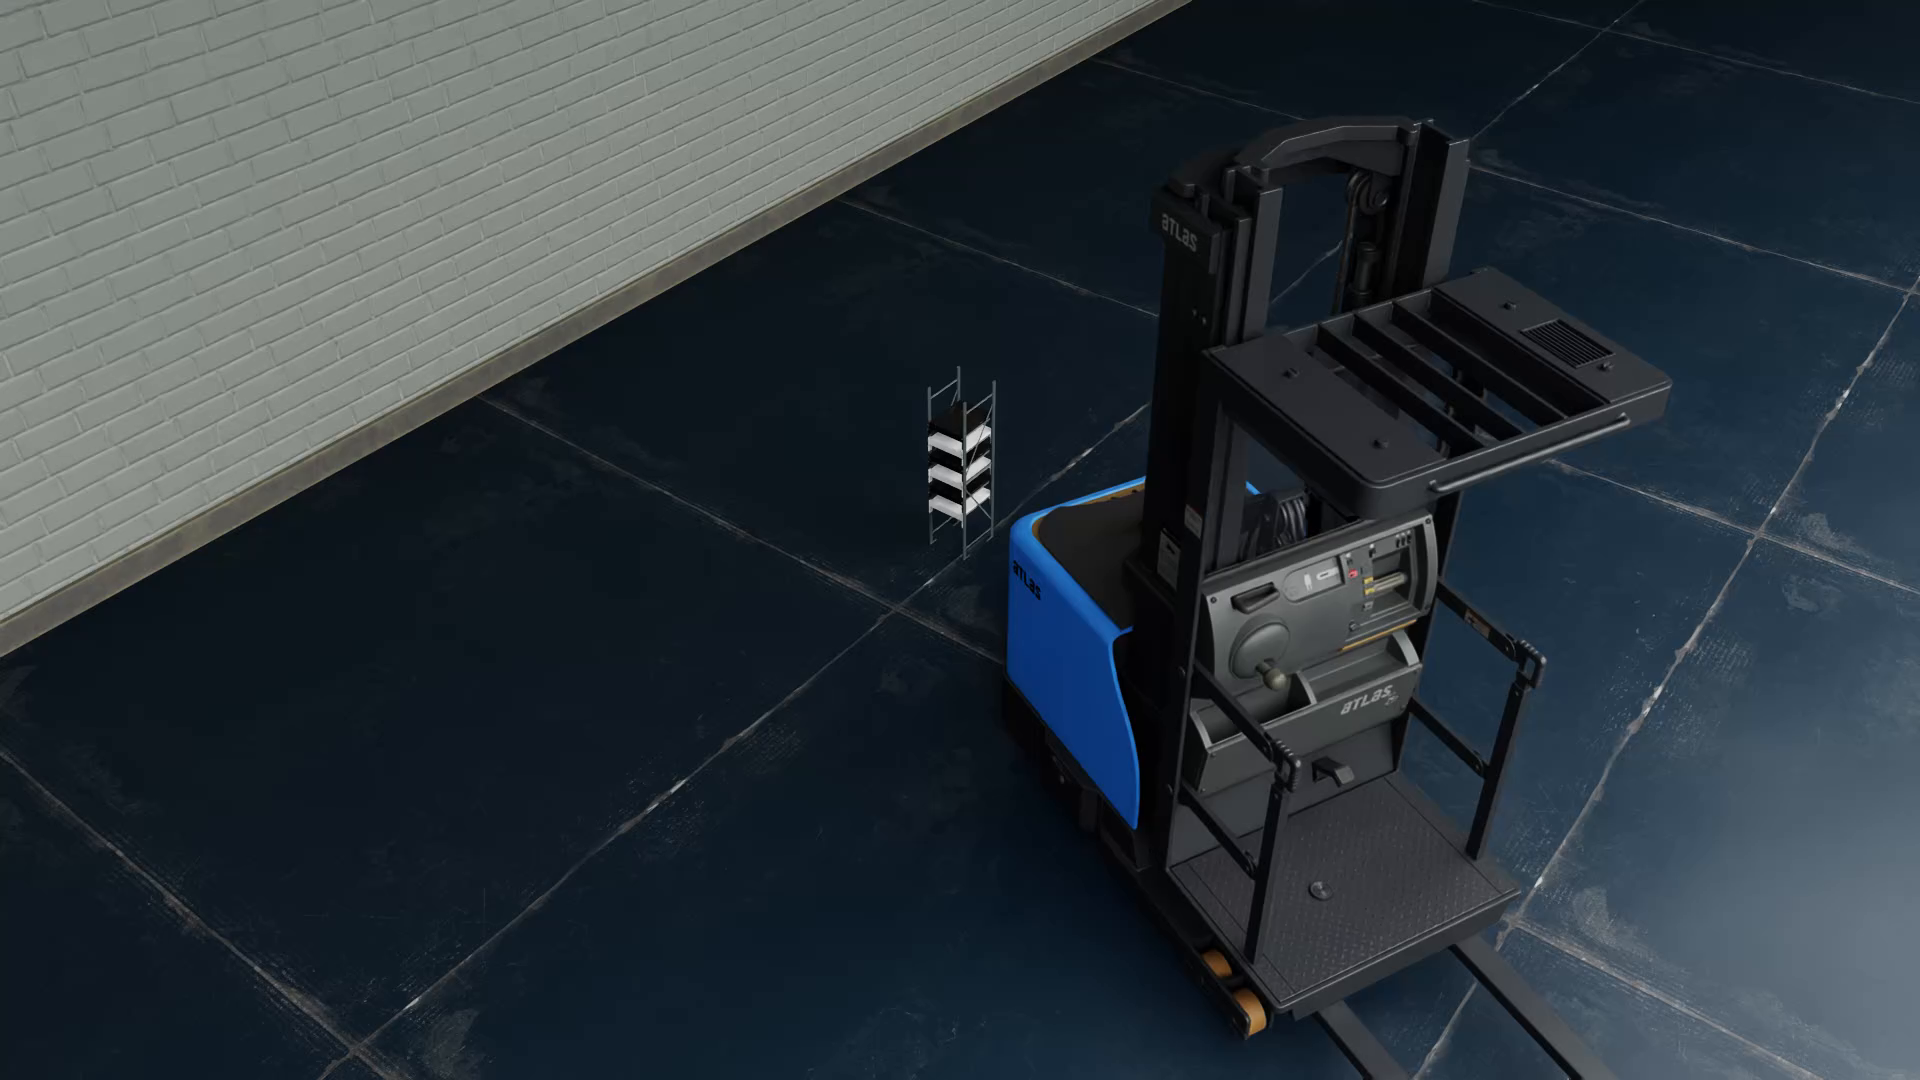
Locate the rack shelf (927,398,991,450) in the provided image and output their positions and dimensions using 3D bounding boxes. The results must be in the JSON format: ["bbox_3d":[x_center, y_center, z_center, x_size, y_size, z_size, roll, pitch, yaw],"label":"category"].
[{"bbox_3d":[0.006,-0.538,7.684,0.200,0.077,0.258,25,45,29],"label":"rack shelf"}]

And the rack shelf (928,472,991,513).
[{"bbox_3d":[0.006,-0.254,7.905,0.200,0.077,0.258,25,45,29],"label":"rack shelf"}]

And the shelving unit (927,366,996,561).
[{"bbox_3d":[0.006,-0.351,7.829,0.210,0.900,0.258,25,45,29],"label":"shelving unit"}]

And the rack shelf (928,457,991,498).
[{"bbox_3d":[0.006,-0.325,7.850,0.200,0.077,0.258,25,45,29],"label":"rack shelf"}]

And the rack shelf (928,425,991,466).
[{"bbox_3d":[0.006,-0.467,7.739,0.200,0.077,0.258,25,45,29],"label":"rack shelf"}]

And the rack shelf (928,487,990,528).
[{"bbox_3d":[0.006,-0.183,7.961,0.200,0.077,0.258,25,45,29],"label":"rack shelf"}]

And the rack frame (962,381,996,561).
[{"bbox_3d":[0.087,-0.313,7.781,0.006,0.900,0.240,25,45,29],"label":"rack frame"}]

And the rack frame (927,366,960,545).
[{"bbox_3d":[-0.074,-0.389,7.878,0.006,0.900,0.240,25,45,29],"label":"rack frame"}]

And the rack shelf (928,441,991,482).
[{"bbox_3d":[0.006,-0.396,7.795,0.200,0.077,0.258,25,45,29],"label":"rack shelf"}]

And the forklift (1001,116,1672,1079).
[{"bbox_3d":[1.312,0.275,5.382,1.130,2.935,3.031,-18,42,-22],"label":"forklift"}]
